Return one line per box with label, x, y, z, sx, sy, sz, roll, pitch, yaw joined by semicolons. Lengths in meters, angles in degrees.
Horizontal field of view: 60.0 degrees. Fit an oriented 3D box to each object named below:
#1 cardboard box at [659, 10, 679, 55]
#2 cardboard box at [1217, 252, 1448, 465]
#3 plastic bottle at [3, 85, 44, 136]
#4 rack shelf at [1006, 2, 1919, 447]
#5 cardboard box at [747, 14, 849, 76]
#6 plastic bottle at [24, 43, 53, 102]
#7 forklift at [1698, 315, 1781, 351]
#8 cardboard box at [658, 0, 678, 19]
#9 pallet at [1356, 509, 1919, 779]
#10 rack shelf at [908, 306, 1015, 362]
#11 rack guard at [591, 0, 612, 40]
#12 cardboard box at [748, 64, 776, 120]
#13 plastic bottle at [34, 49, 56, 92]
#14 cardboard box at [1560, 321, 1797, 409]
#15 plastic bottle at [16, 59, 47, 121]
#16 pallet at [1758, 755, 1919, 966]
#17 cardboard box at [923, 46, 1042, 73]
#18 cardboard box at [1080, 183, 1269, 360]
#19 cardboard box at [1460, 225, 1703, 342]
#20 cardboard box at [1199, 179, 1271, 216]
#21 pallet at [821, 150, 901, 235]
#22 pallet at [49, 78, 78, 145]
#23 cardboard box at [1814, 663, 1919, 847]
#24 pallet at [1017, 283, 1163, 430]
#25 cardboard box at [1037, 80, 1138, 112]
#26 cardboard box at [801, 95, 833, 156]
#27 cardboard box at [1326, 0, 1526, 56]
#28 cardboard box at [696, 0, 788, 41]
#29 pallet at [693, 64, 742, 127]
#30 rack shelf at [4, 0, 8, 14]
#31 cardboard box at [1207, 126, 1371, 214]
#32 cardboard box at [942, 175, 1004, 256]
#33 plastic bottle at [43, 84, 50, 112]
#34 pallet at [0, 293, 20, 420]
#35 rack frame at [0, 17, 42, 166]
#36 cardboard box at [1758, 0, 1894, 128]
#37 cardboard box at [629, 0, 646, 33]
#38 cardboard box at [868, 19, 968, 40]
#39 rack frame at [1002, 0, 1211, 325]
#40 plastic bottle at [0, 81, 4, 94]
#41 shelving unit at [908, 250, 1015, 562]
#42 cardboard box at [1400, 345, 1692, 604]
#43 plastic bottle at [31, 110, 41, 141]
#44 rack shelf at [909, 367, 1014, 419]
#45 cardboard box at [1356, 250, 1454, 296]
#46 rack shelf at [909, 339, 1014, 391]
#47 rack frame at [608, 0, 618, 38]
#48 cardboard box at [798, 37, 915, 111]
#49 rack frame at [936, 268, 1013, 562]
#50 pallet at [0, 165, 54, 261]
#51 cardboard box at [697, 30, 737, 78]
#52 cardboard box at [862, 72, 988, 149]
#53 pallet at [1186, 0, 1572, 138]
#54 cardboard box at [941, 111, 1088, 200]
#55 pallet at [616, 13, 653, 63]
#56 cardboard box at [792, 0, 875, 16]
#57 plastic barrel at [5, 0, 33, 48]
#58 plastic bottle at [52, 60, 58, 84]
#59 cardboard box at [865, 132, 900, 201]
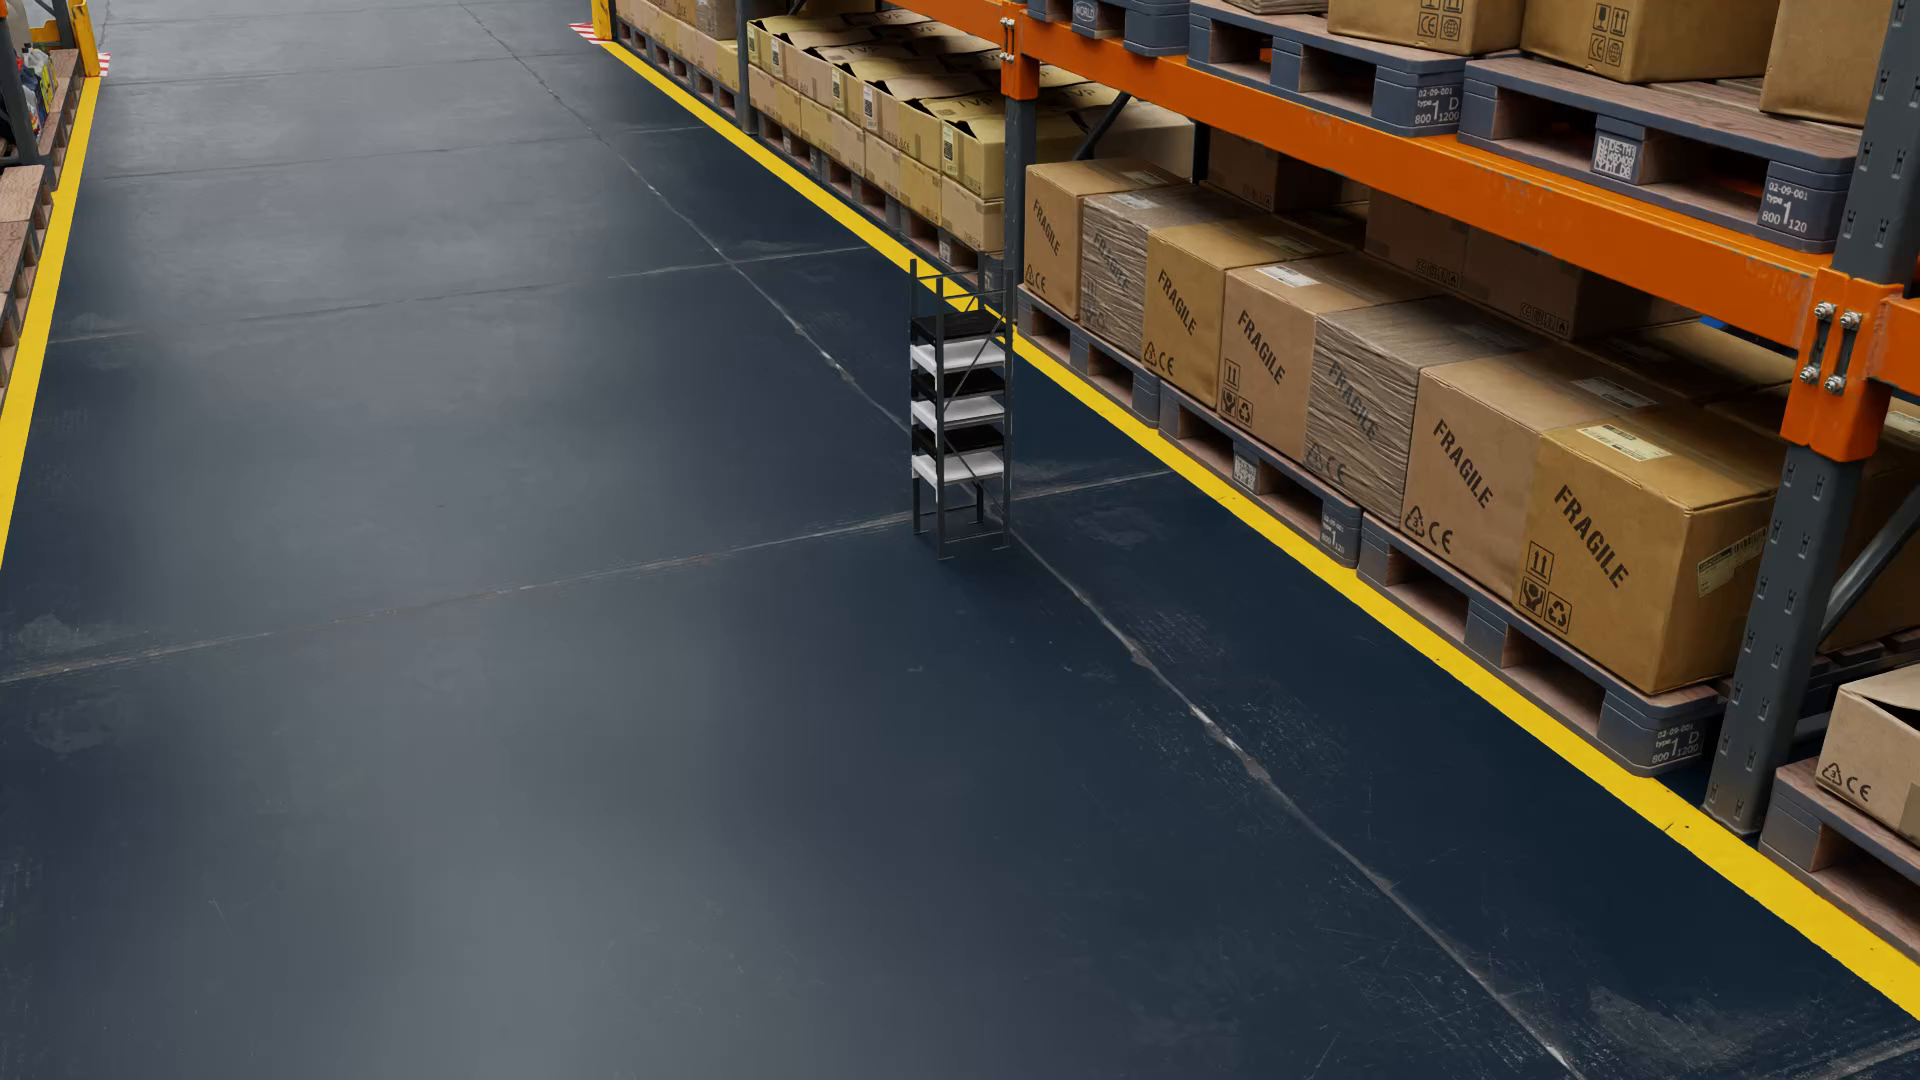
cardboard box;-1.872;-3.704;12.074;0.500;0.250;0.500;-11;28;-21
cardboard box;1.196;-0.600;5.408;0.500;0.500;0.500;-12;28;-22
plastic bottle;-5.329;-2.451;9.454;0.152;0.276;0.135;-10;28;-19
rack shelf;1.453;-1.252;5.214;1.077;0.370;4.000;-11;28;-21
cardboard box;-0.964;-2.993;9.976;0.500;0.311;0.500;-10;28;-20
plastic bottle;-5.704;-2.875;10.237;0.144;0.351;0.185;-9;28;-18
forklift;3.209;-2.357;6.736;1.130;2.935;3.031;21;33;36
cardboard box;-1.873;-4.041;11.909;0.500;0.500;0.500;-11;28;-21
pallet;1.883;0.164;4.674;1.003;0.211;1.213;-11;28;-21
rack shelf;0.003;-0.614;4.942;0.258;0.077;0.200;-11;28;-21
rack guard;-2.473;-4.498;13.893;1.175;0.500;0.348;-11;28;-21
cardboard box;-0.967;-2.745;10.108;0.500;0.250;0.500;-11;28;-22
plastic bottle;-5.827;-2.963;10.504;0.152;0.276;0.135;-10;28;-20
cardboard box;2.052;-0.292;4.778;0.500;0.500;0.500;-10;28;-20
plastic bottle;-5.464;-2.628;9.732;0.144;0.351;0.185;-12;28;-23
pallet;2.504;0.763;3.447;1.003;0.211;1.213;-11;28;-21
cardboard box;0.122;-2.474;8.914;0.500;0.311;0.500;-11;28;-21
cardboard box;0.795;-1.013;6.254;0.500;0.500;0.500;-12;28;-22
cardboard box;1.879;-0.820;5.003;0.500;0.250;0.500;-11;28;-20
cardboard box;1.252;-1.119;6.471;0.500;0.500;0.500;-9;28;-19
pallet;-0.091;-1.960;9.024;1.003;0.211;1.213;-11;28;-21
pallet;-6.162;-2.666;10.470;1.003;0.211;1.213;-11;28;-21
cardboard box;2.201;0.450;3.473;0.500;0.311;0.500;-11;28;-21
pallet;0.927;-0.821;6.691;1.003;0.211;1.213;-11;28;-21
cardboard box;0.521;-2.060;8.066;0.500;0.311;0.500;-11;28;-22
cardboard box;-0.563;-2.330;9.258;0.500;0.250;0.500;-11;28;-22
cardboard box;1.487;-1.704;4.728;0.700;0.500;0.500;-19;32;-33
cardboard box;-1.465;-3.641;11.088;0.500;0.500;0.500;-11;28;-21
pallet;-1.170;-3.072;11.302;1.003;0.211;1.213;-11;28;-21
rack shelf;-6.239;-3.632;10.089;1.077;0.370;4.000;-11;28;-21
cardboard box;1.278;-1.434;6.262;0.500;0.250;0.500;-9;28;-19
cardboard box;0.239;-1.506;7.571;0.500;0.250;0.500;-10;28;-19
plastic bottle;-5.554;-2.679;10.007;0.097;0.201;0.097;0;26;0
pallet;-4.157;-0.599;6.236;1.003;0.211;1.213;-11;28;-21
rack frame;-5.456;-3.147;8.278;1.000;3.000;0.127;-11;28;-21
cardboard box;2.256;-1.231;3.759;0.700;0.500;0.500;-22;34;-37
cardboard box;-2.259;-4.109;12.902;0.500;0.250;0.500;-11;28;-21
cardboard box;-0.265;-2.879;9.744;0.500;0.311;0.500;-10;28;-19
rack frame;0.670;-2.382;6.710;1.000;3.000;0.127;-11;28;-21
plastic bottle;-5.523;-2.527;9.525;0.144;0.351;0.185;-11;28;-21
shelving unit;0.003;-0.401;5.046;0.258;0.900;0.210;-11;28;-21
cardboard box;1.593;-0.193;4.574;0.500;0.500;0.500;-10;28;-20
plastic bottle;-5.217;-2.333;9.297;0.097;0.201;0.097;0;26;0
rack shelf;0.003;-0.452;5.021;0.258;0.077;0.200;-11;28;-21
cardboard box;1.665;-0.700;5.612;0.500;0.500;0.500;-12;28;-23
rack shelf;0.003;-0.533;4.981;0.258;0.077;0.200;-11;28;-21
rack frame;-2.463;-5.612;13.325;1.000;3.000;0.127;-11;28;-21
cardboard box;-0.569;-2.581;9.133;0.500;0.311;0.500;-12;28;-22
rack frame;0.043;-0.360;4.962;0.240;0.900;0.006;-11;28;-21
pallet;-5.113;-1.584;8.254;1.003;0.211;1.213;-11;28;-21
cardboard box;-1.466;-3.303;11.252;0.500;0.250;0.500;-11;28;-21
cardboard box;-0.167;-2.169;8.291;0.500;0.311;0.500;-11;28;-21
pallet;1.435;-1.512;5.146;1.003;0.211;1.213;-11;28;-21
cardboard box;0.238;-1.756;7.445;0.500;0.311;0.500;-10;28;-19
pallet;-2.125;-4.057;13.319;1.003;0.211;1.213;-11;28;-21
cardboard box;-0.790;-3.528;10.858;0.500;0.500;0.500;-11;28;-21
plastic barrel;-6.695;-3.580;11.521;0.421;0.512;0.421;0;26;0
plastic bottle;-5.900;-3.036;10.738;0.097;0.201;0.097;0;26;0
cardboard box;-0.160;-1.917;8.412;0.500;0.250;0.500;-10;28;-19
